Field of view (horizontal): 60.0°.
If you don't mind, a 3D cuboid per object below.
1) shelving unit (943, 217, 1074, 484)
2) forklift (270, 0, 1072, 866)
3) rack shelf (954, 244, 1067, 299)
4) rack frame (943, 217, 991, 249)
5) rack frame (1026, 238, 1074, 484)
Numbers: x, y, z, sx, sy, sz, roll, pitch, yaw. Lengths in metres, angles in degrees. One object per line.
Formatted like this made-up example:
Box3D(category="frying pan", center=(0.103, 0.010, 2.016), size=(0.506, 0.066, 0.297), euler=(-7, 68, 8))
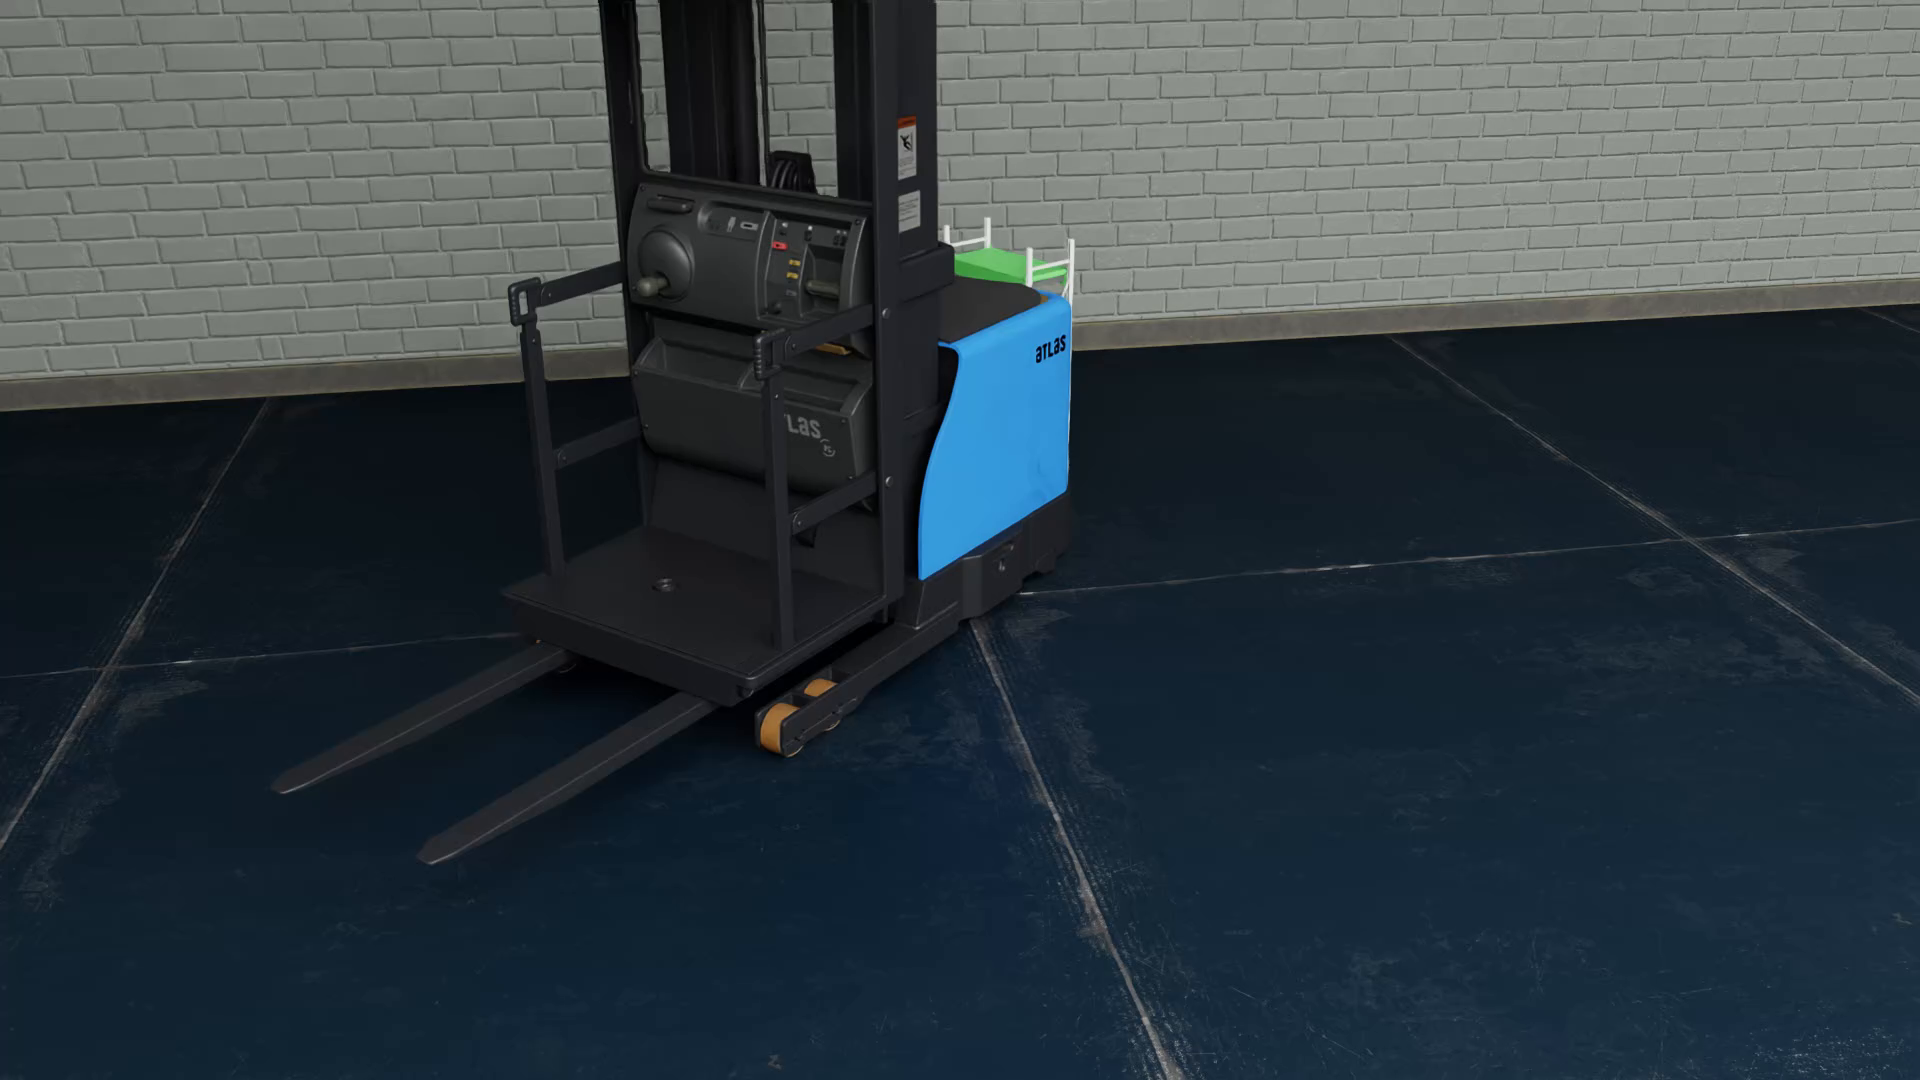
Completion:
Box3D(category="shelving unit", center=(0.187, -0.655, 6.750), size=(0.258, 1.200, 0.503), euler=(-19, 30, -37))
Box3D(category="forklift", center=(-0.805, -0.882, 5.107), size=(1.130, 2.935, 3.031), euler=(15, 28, 30))
Box3D(category="rack shelf", center=(0.187, -1.036, 6.583), size=(0.258, 0.148, 0.480), euler=(-19, 30, -37))
Box3D(category="rack frame", center=(0.028, -0.729, 6.920), size=(0.240, 1.200, 0.015), euler=(-19, 30, -37))
Box3D(category="rack frame", center=(0.345, -0.580, 6.579), size=(0.240, 1.200, 0.015), euler=(-19, 30, -37))
